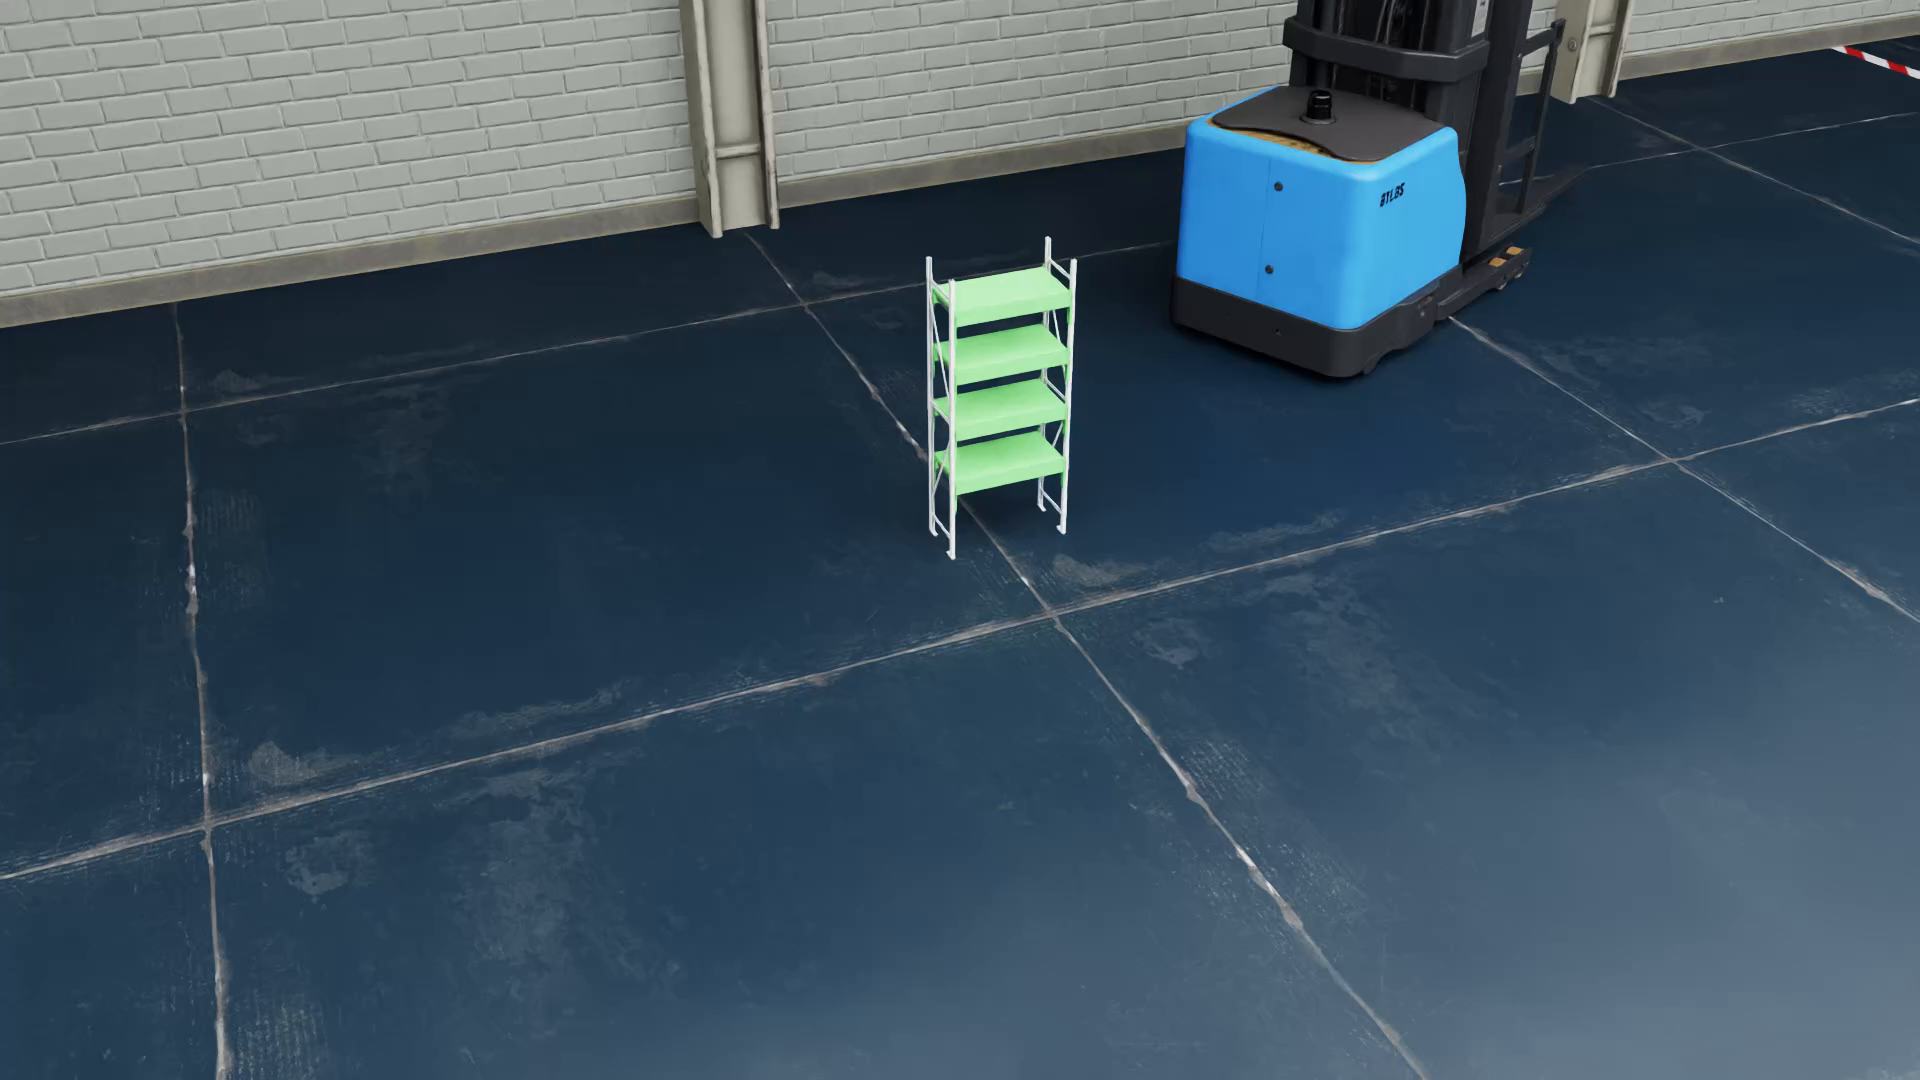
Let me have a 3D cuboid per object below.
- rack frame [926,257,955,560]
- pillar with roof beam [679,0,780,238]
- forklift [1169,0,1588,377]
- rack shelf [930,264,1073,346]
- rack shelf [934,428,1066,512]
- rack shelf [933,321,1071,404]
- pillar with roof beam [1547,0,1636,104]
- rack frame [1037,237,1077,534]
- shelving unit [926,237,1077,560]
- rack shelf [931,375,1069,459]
[{"bbox_3d":[-0.072,-0.486,6.397,0.015,1.200,0.240,-13,35,-19],"label":"rack frame"},{"bbox_3d":[0.399,-3.425,3.762,0.400,9.000,9.100,-13,35,-19],"label":"pillar with roof beam"},{"bbox_3d":[2.402,-2.713,8.233,1.130,2.935,3.031,26,41,34],"label":"forklift"},{"bbox_3d":[0.153,-0.887,6.250,0.480,0.148,0.258,-13,35,-19],"label":"rack shelf"},{"bbox_3d":[0.153,-0.283,6.642,0.480,0.148,0.258,-13,35,-19],"label":"rack shelf"},{"bbox_3d":[0.153,-0.685,6.380,0.480,0.148,0.258,-13,35,-19],"label":"rack shelf"},{"bbox_3d":[5.932,-4.691,5.709,0.400,9.000,9.100,-13,35,-19],"label":"pillar with roof beam"},{"bbox_3d":[0.378,-0.589,6.556,0.015,1.200,0.240,-13,35,-19],"label":"rack frame"},{"bbox_3d":[0.153,-0.538,6.476,0.503,1.200,0.258,-13,35,-19],"label":"shelving unit"},{"bbox_3d":[0.153,-0.484,6.511,0.480,0.148,0.258,-13,35,-19],"label":"rack shelf"}]
